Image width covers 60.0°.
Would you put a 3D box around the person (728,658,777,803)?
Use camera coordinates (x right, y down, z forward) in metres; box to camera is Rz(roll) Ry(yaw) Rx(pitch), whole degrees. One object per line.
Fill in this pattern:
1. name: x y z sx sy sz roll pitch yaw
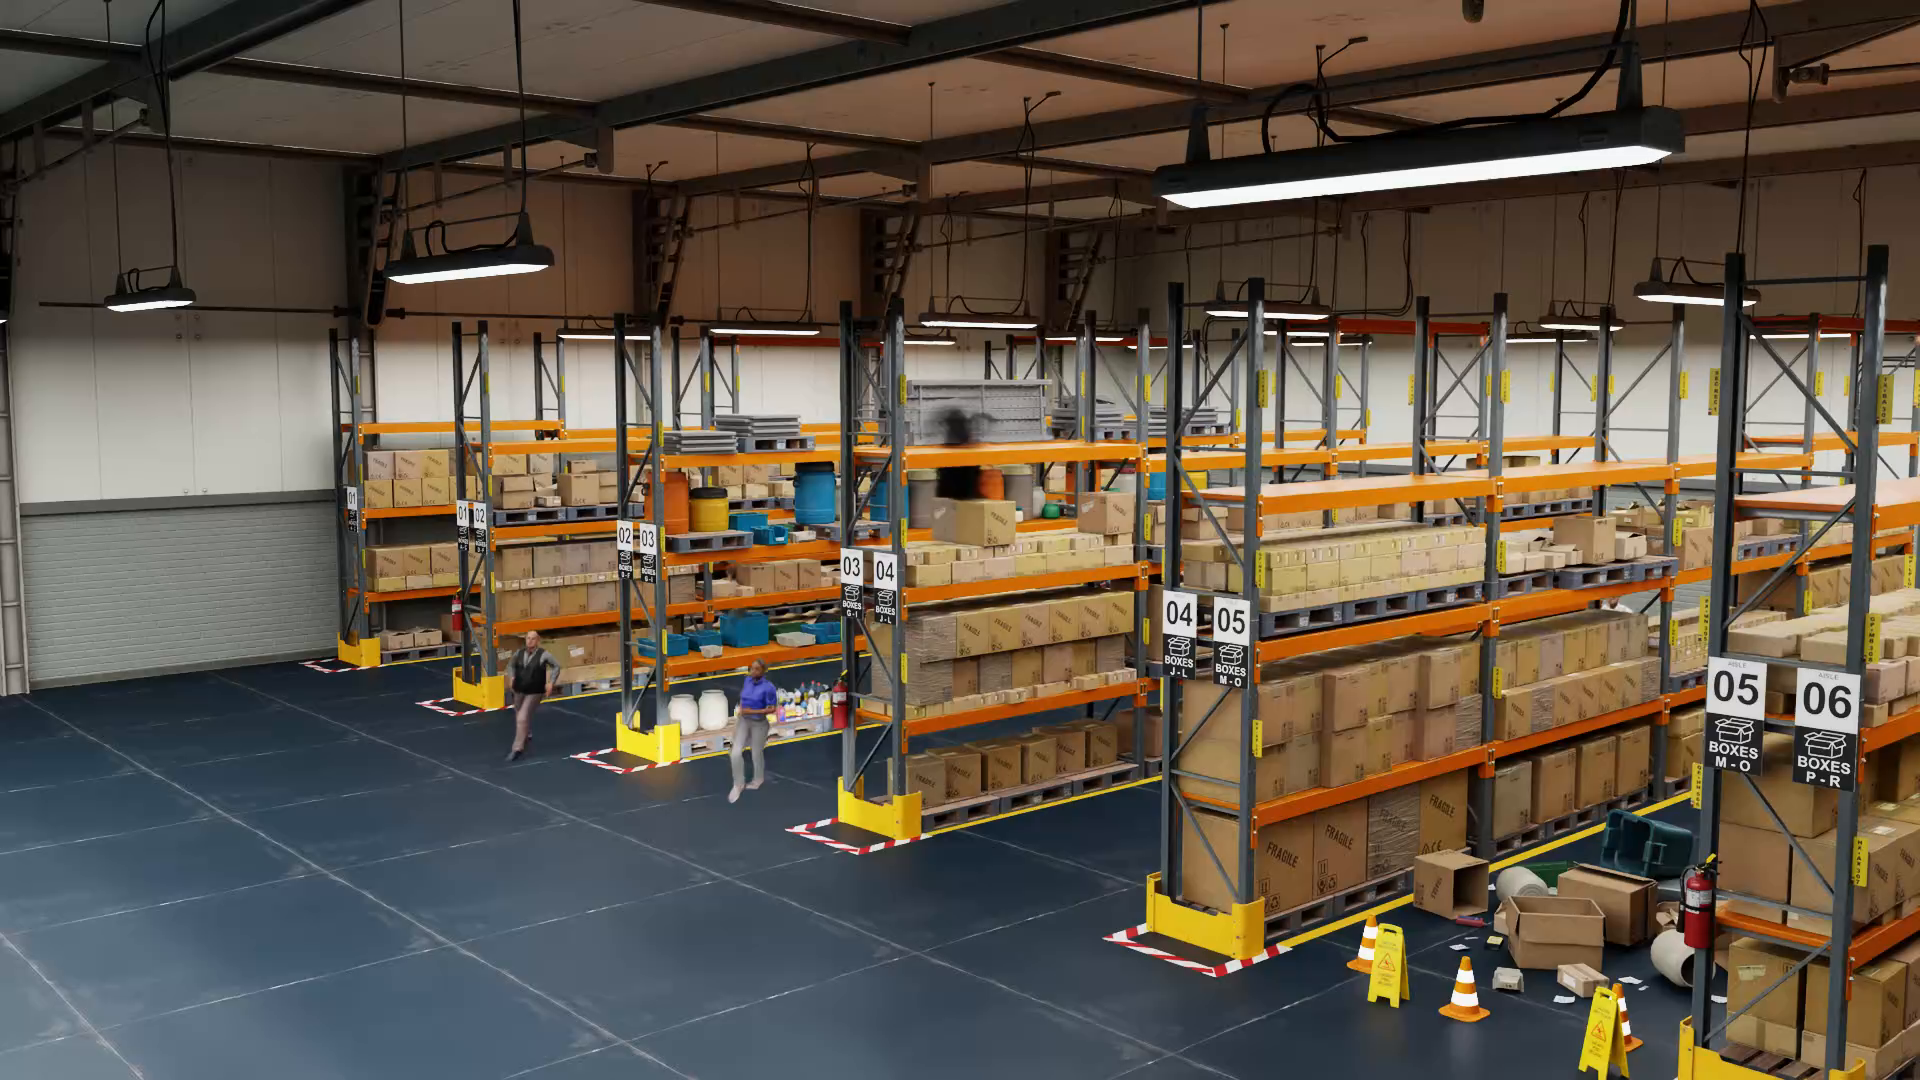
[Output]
1. person: -2.367 2.204 19.440 0.590 1.696 0.667 2 6 19

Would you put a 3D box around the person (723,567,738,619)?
1. person: -4.277 1.290 31.258 0.539 1.591 0.831 5 7 41

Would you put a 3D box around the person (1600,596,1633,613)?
1. person: 10.552 1.641 26.918 0.601 1.749 0.672 -5 8 -44

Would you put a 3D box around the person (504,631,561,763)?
1. person: -5.848 2.096 22.544 0.734 1.739 0.839 2 6 16
